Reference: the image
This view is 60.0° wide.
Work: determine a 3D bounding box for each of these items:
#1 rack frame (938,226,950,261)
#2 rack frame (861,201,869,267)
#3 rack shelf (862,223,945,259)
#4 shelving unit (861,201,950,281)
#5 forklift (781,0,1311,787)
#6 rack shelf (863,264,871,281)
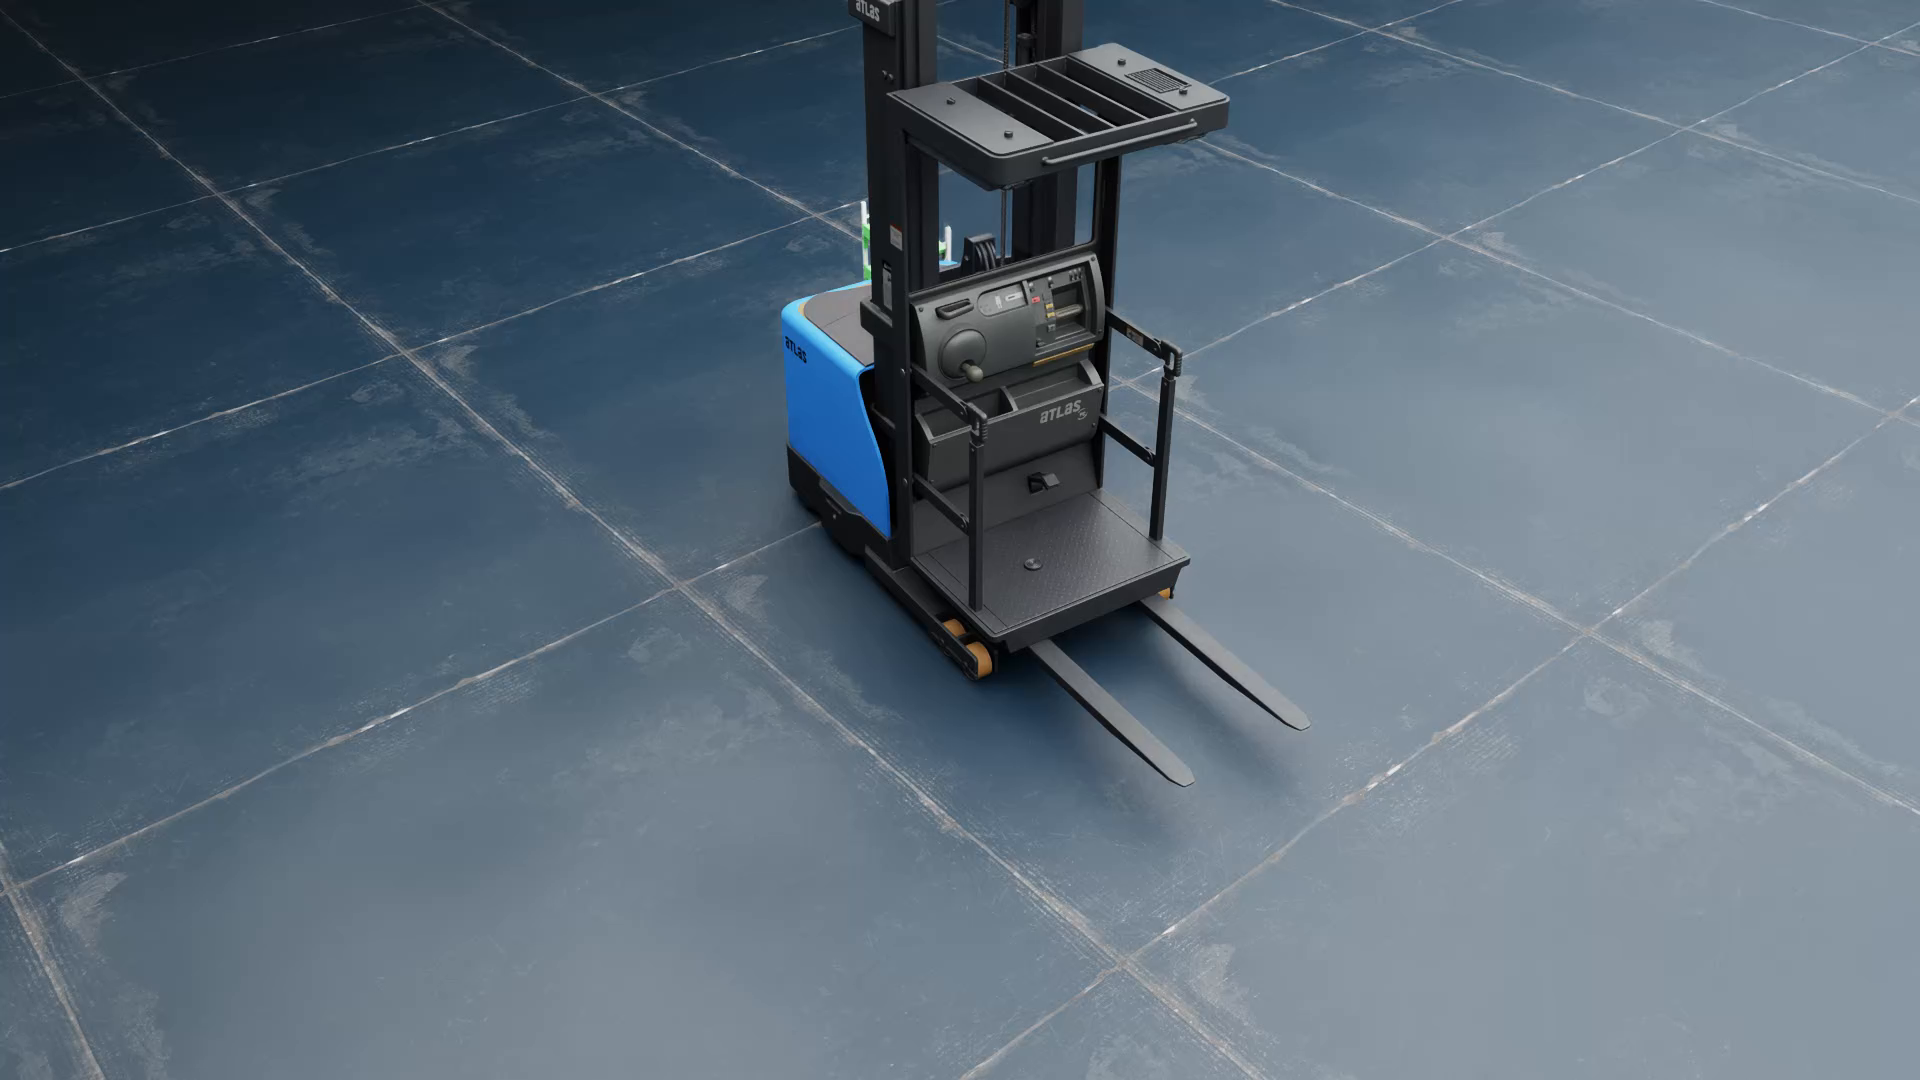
[{"bbox_3d":[-0.158,-1.059,8.707,0.240,1.200,0.015,-19,40,-25],"label":"rack frame"},{"bbox_3d":[-0.408,-1.301,9.049,0.240,1.200,0.015,-19,40,-25],"label":"rack frame"},{"bbox_3d":[-0.283,-1.519,8.637,0.258,0.148,0.480,-19,40,-25],"label":"rack shelf"},{"bbox_3d":[-0.283,-1.180,8.878,0.258,1.200,0.503,-19,40,-25],"label":"shelving unit"},{"bbox_3d":[0.339,-0.890,6.970,1.130,2.935,3.031,-20,40,-26],"label":"forklift"},{"bbox_3d":[-0.283,-1.324,8.776,0.258,0.148,0.480,-19,40,-25],"label":"rack shelf"}]
